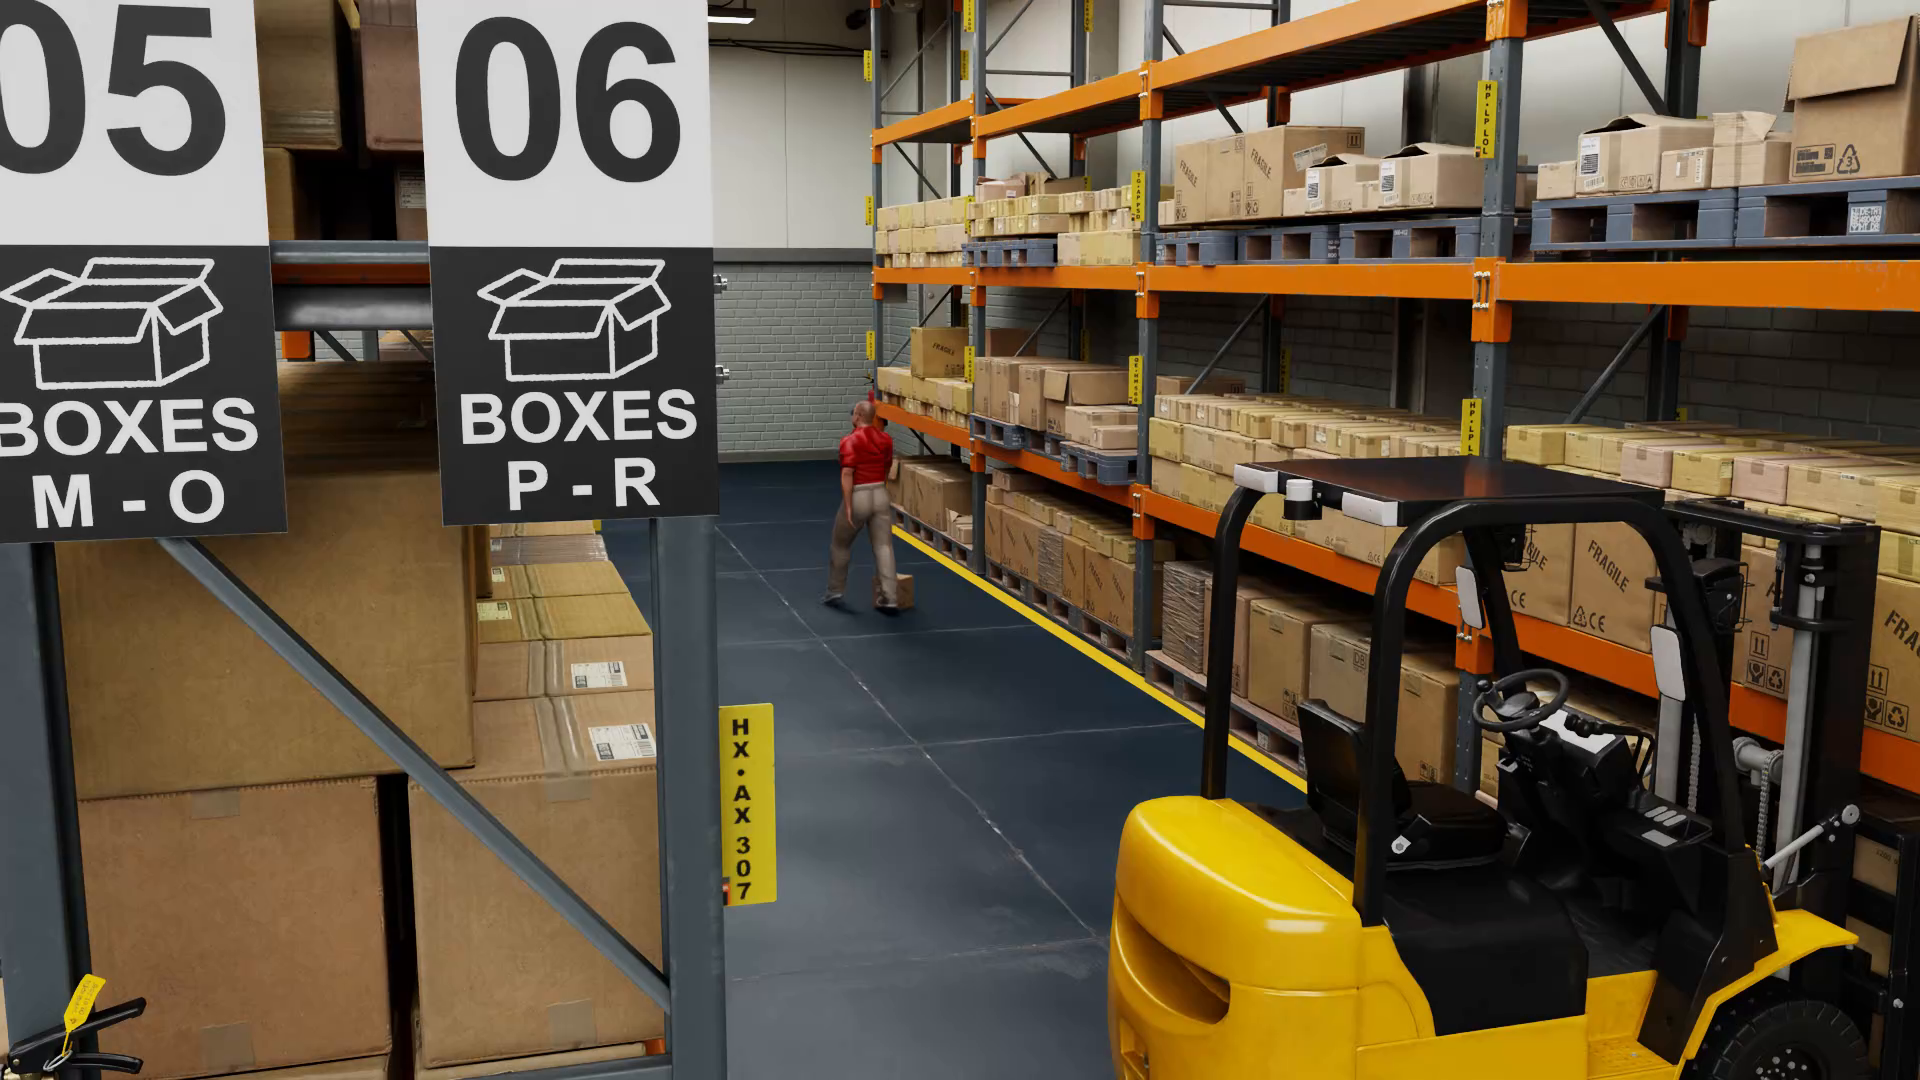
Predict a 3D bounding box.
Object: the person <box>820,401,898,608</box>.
[{"bbox_3d":[-0.815,-0.278,13.685,0.540,1.746,0.878,-5,11,-30],"label":"person"}]
